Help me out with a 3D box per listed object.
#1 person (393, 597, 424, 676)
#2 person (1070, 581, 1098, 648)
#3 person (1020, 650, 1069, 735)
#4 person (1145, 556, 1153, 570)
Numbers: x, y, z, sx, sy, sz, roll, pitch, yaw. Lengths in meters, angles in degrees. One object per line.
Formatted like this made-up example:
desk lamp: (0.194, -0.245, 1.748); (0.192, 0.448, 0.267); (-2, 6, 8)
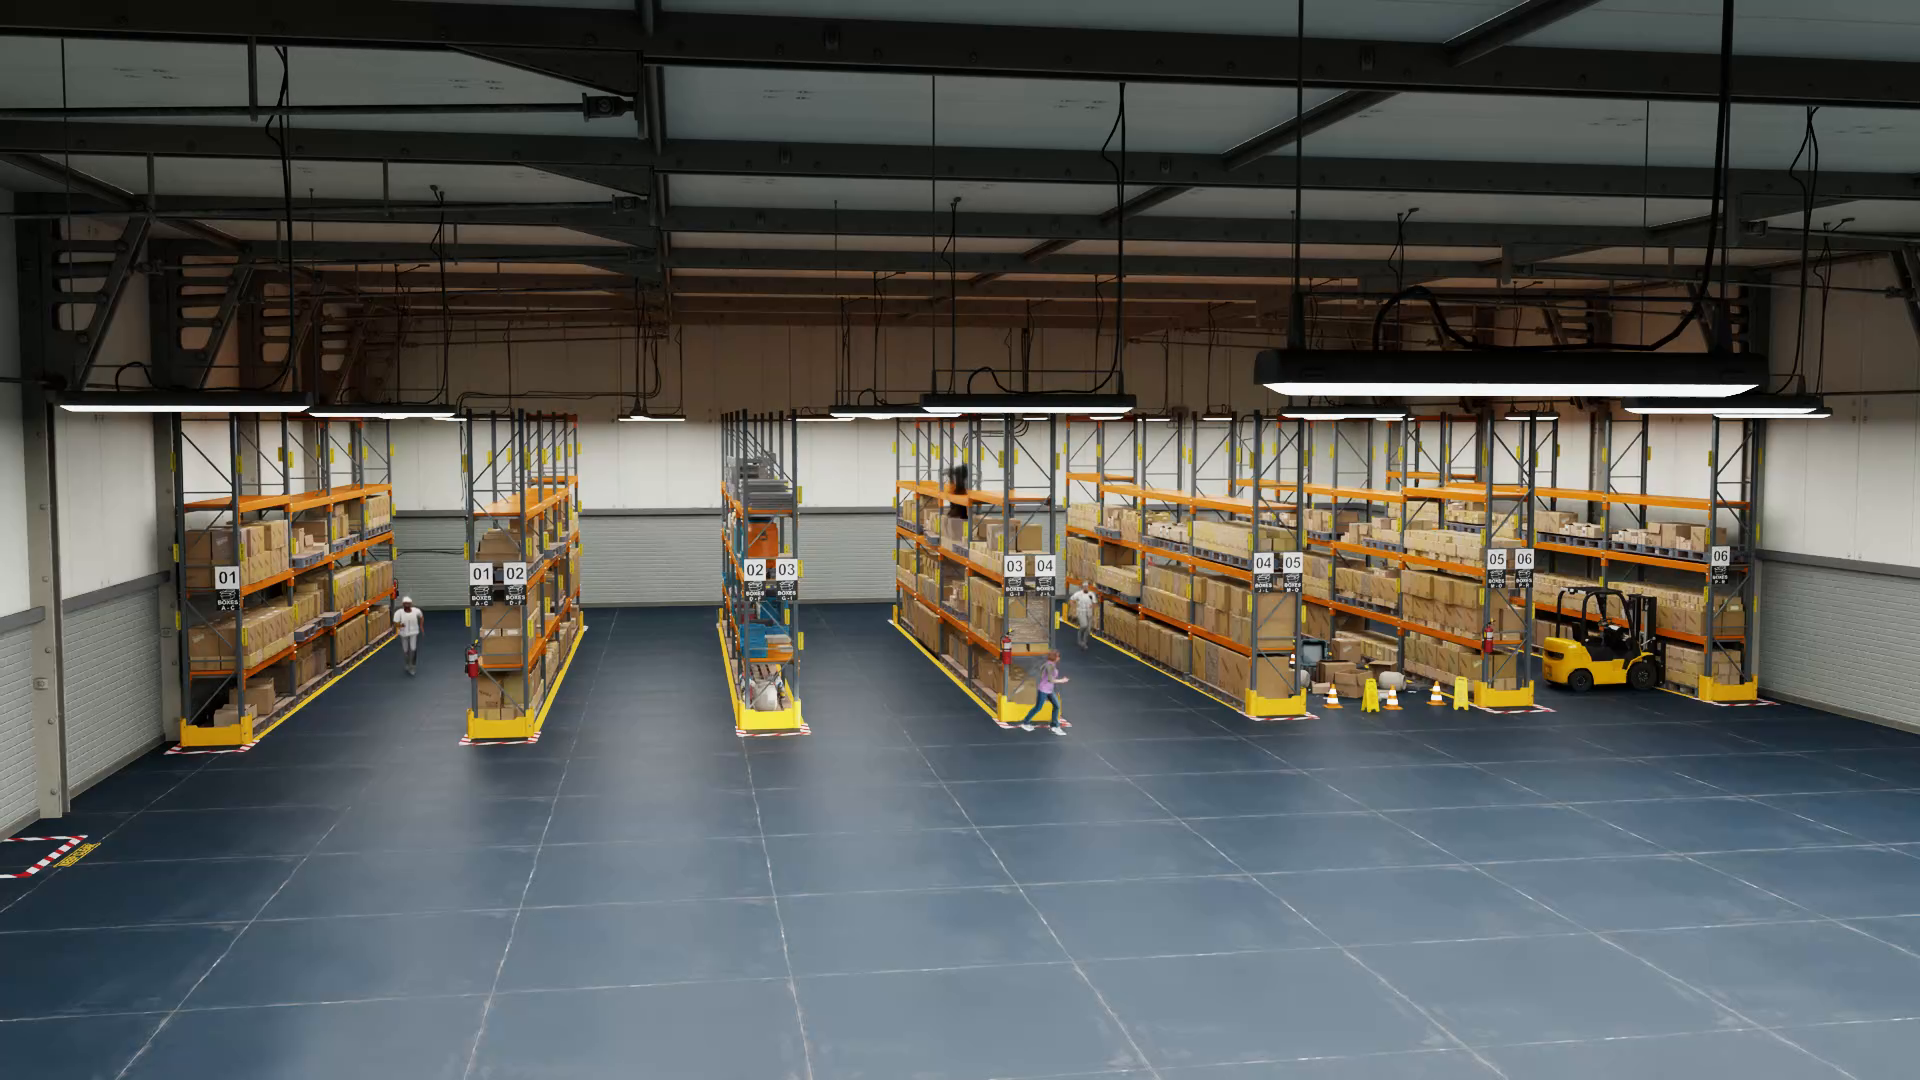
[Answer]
person: (-12.604, 2.195, 38.014); (0.653, 1.811, 0.833); (-1, 4, -14)
person: (3.154, 1.886, 41.905); (0.629, 1.740, 0.738); (-1, 4, -15)
person: (1.572, 2.811, 30.623); (0.905, 1.562, 0.532); (1, 4, 18)
person: (5.700, 1.368, 50.041); (0.838, 1.782, 0.655); (-1, 4, -15)
